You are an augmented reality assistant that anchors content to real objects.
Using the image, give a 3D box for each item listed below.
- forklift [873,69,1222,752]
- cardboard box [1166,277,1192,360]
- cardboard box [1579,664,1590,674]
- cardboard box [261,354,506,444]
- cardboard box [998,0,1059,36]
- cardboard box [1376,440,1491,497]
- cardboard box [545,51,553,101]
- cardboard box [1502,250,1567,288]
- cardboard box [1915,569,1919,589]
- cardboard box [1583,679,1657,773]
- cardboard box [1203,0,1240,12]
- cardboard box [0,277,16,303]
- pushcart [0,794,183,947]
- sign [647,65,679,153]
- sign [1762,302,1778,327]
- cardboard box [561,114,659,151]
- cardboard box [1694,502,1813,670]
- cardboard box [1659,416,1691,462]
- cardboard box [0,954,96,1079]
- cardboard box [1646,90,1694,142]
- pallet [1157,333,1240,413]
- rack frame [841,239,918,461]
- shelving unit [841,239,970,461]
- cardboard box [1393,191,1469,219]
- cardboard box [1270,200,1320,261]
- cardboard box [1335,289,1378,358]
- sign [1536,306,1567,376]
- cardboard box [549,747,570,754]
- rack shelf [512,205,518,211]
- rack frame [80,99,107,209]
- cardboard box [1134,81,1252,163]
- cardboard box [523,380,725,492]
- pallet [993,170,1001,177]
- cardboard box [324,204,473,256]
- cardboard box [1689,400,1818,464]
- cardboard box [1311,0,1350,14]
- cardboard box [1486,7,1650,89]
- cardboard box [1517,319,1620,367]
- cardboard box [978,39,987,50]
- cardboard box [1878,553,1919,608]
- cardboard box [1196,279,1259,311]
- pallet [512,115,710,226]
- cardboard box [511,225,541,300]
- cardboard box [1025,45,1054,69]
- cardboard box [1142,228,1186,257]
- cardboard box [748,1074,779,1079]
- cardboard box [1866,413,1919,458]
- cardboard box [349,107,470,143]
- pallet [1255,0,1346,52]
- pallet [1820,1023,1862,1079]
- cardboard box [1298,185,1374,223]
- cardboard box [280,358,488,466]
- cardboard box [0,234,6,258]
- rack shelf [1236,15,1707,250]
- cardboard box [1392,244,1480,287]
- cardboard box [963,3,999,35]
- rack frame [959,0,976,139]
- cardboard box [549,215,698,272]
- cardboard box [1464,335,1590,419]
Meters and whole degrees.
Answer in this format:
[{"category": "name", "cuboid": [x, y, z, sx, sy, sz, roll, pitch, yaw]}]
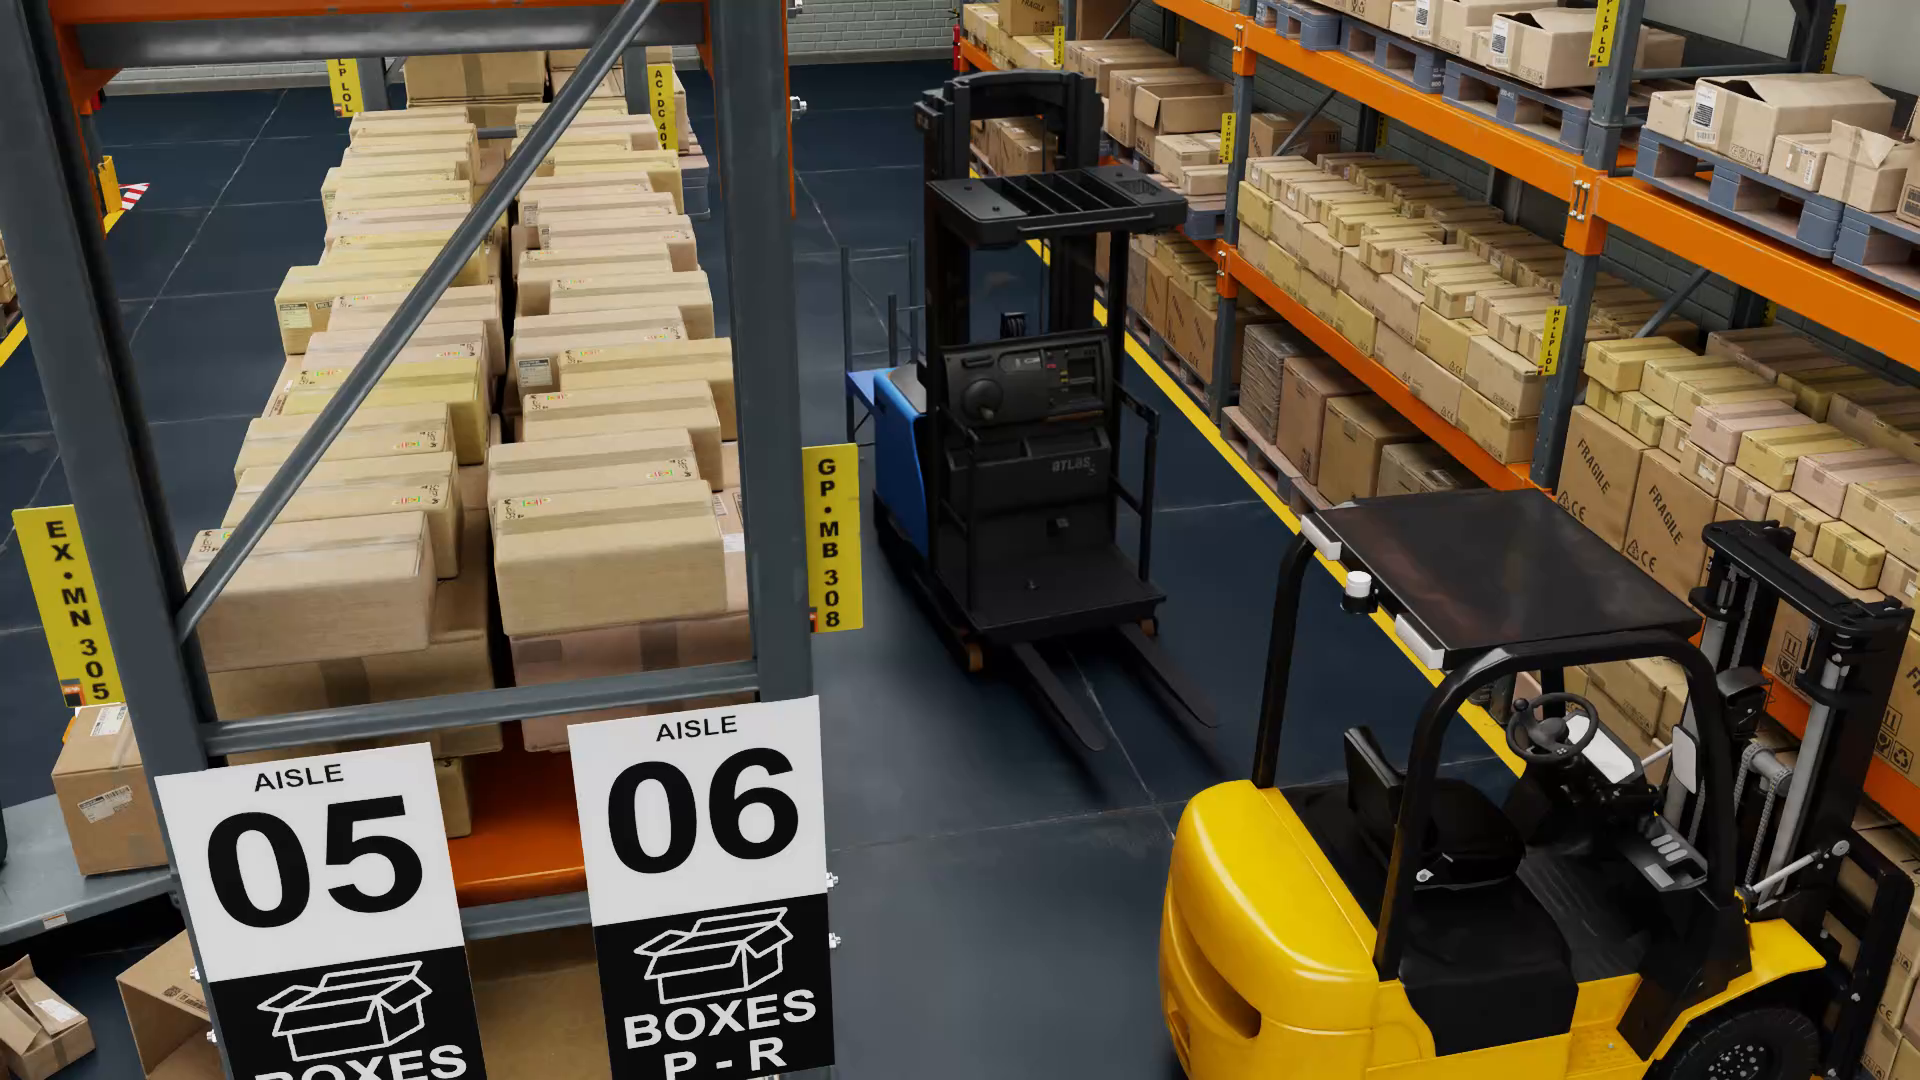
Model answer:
[{"category": "forklift", "cuboid": [0.439, -0.812, 8.606, 1.130, 2.935, 3.031, -9, 28, -17]}, {"category": "cardboard box", "cuboid": [1.890, -1.688, 12.573, 0.500, 0.500, 0.500, -6, 27, -12]}, {"category": "cardboard box", "cuboid": [3.002, 0.362, 7.679, 0.500, 0.250, 0.500, -6, 27, -12]}, {"category": "cardboard box", "cuboid": [-1.347, -0.264, 3.952, 0.500, 0.250, 0.500, -5, 27, -10]}, {"category": "cardboard box", "cuboid": [0.672, -5.259, 16.345, 0.500, 0.500, 0.500, -5, 27, -10]}, {"category": "cardboard box", "cuboid": [2.903, -0.172, 9.432, 0.875, 0.625, 0.625, -6, 27, -12]}, {"category": "cardboard box", "cuboid": [-1.628, -2.168, 7.588, 0.500, 0.250, 0.500, -6, 27, -12]}, {"category": "cardboard box", "cuboid": [3.154, -1.441, 8.944, 0.380, 0.149, 0.250, -6, 27, -12]}, {"category": "cardboard box", "cuboid": [3.429, 0.127, 5.508, 0.380, 0.149, 0.250, -5, 27, -11]}, {"category": "cardboard box", "cuboid": [3.122, 0.806, 7.355, 0.500, 0.250, 0.500, -6, 27, -12]}, {"category": "cardboard box", "cuboid": [1.945, -3.704, 11.098, 0.500, 0.250, 0.500, -7, 28, -13]}, {"category": "cardboard box", "cuboid": [-8.008, -2.042, 13.665, 0.380, 0.149, 0.250, -7, 28, -14]}, {"category": "pushcart", "cuboid": [-3.847, 1.454, 6.950, 1.648, 0.377, 0.936, -16, 31, -29]}, {"category": "sign", "cuboid": [-1.110, -1.598, 6.185, 0.100, 0.325, 0.005, -6, 27, -12]}, {"category": "sign", "cuboid": [3.739, -0.954, 7.763, 0.100, 0.325, 0.005, -6, 27, -12]}, {"category": "cardboard box", "cuboid": [-1.219, -1.329, 5.620, 0.380, 0.149, 0.250, -7, 28, -13]}, {"category": "cardboard box", "cuboid": [3.293, 0.150, 6.512, 0.500, 0.500, 0.500, -6, 27, -12]}, {"category": "cardboard box", "cuboid": [3.160, -0.418, 6.919, 0.380, 0.149, 0.250, -6, 27, -12]}, {"category": "cardboard box", "cuboid": [-3.544, 1.826, 6.337, 0.396, 0.266, 0.258, 19, 32, 32]}, {"category": "cardboard box", "cuboid": [3.004, -1.707, 6.675, 0.380, 0.149, 0.250, -5, 27, -11]}, {"category": "pallet", "cuboid": [2.166, -1.318, 12.628, 1.003, 0.211, 1.213, -6, 27, -12]}, {"category": "rack frame", "cuboid": [-0.522, -1.244, 11.051, 0.500, 1.500, 0.032, -9, 28, -17]}, {"category": "shelving unit", "cuboid": [-0.352, -1.028, 10.623, 0.538, 1.500, 1.048, -9, 28, -17]}, {"category": "cardboard box", "cuboid": [2.841, -1.997, 10.046, 0.380, 0.149, 0.250, -6, 27, -12]}, {"category": "cardboard box", "cuboid": [2.271, -1.948, 10.393, 0.500, 0.250, 0.500, -5, 27, -10]}, {"category": "cardboard box", "cuboid": [2.506, -1.270, 9.605, 0.500, 0.250, 0.500, -5, 27, -10]}, {"category": "sign", "cuboid": [2.672, -0.898, 7.503, 0.100, 0.325, 0.005, -6, 27, -12]}, {"category": "cardboard box", "cuboid": [-0.640, 0.274, 3.327, 0.380, 0.149, 0.250, -7, 28, -13]}, {"category": "rack shelf", "cuboid": [-2.087, -1.866, 8.087, 1.077, 0.370, 4.000, -6, 27, -12]}, {"category": "rack frame", "cuboid": [-9.141, -4.691, 16.215, 1.000, 3.000, 0.127, -6, 27, -12]}, {"category": "cardboard box", "cuboid": [1.749, -3.163, 12.607, 0.797, 0.503, 0.637, -7, 28, -13]}, {"category": "cardboard box", "cuboid": [-0.685, -0.199, 3.379, 0.380, 0.149, 0.250, -6, 27, -12]}, {"category": "pallet", "cuboid": [0.963, -3.581, 17.111, 1.003, 0.211, 1.213, -6, 27, -12]}, {"category": "cardboard box", "cuboid": [-1.537, -0.815, 4.601, 0.380, 0.149, 0.250, -6, 27, -12]}, {"category": "cardboard box", "cuboid": [3.152, -0.432, 6.617, 0.380, 0.149, 0.250, -5, 27, -10]}, {"category": "cardboard box", "cuboid": [2.434, -3.293, 9.429, 0.700, 0.500, 0.500, -6, 27, -13]}, {"category": "cardboard box", "cuboid": [2.798, -2.300, 7.671, 0.500, 0.311, 0.500, -7, 28, -13]}, {"category": "cardboard box", "cuboid": [2.905, -0.937, 7.947, 0.380, 0.149, 0.250, -5, 27, -10]}, {"category": "cardboard box", "cuboid": [0.403, -5.352, 17.804, 0.380, 0.149, 0.250, -5, 27, -10]}, {"category": "cardboard box", "cuboid": [3.468, 0.143, 5.807, 0.380, 0.149, 0.250, -6, 27, -12]}, {"category": "cardboard box", "cuboid": [1.939, -1.784, 12.043, 0.380, 0.149, 0.250, -7, 28, -14]}, {"category": "pallet", "cuboid": [-1.672, -1.507, 6.786, 1.213, 0.211, 1.003, -6, 27, -12]}, {"category": "cardboard box", "cuboid": [-1.059, -0.761, 4.937, 0.500, 0.250, 0.500, -6, 27, -12]}, {"category": "cardboard box", "cuboid": [0.916, -4.471, 15.615, 0.500, 0.250, 0.500, -6, 27, -11]}, {"category": "cardboard box", "cuboid": [1.668, -2.369, 13.202, 0.380, 0.149, 0.250, -7, 28, -14]}, {"category": "cardboard box", "cuboid": [-0.572, 1.373, 3.761, 0.500, 0.500, 0.500, -6, 27, -12]}, {"category": "cardboard box", "cuboid": [3.810, -0.385, 6.522, 0.380, 0.149, 0.250, -6, 27, -12]}, {"category": "cardboard box", "cuboid": [-1.884, -1.381, 5.723, 0.380, 0.149, 0.250, -6, 27, -13]}, {"category": "pallet", "cuboid": [2.537, -3.198, 10.137, 1.213, 0.211, 1.003, -5, 27, -9]}, {"category": "pallet", "cuboid": [3.615, 1.659, 6.728, 1.003, 0.211, 1.213, -6, 27, -12]}, {"category": "cardboard box", "cuboid": [2.298, -2.055, 10.162, 0.380, 0.149, 0.250, -6, 27, -11]}, {"category": "cardboard box", "cuboid": [-1.202, -0.259, 3.499, 0.380, 0.149, 0.250, -6, 27, -11]}, {"category": "cardboard box", "cuboid": [-8.120, -2.414, 13.742, 0.380, 0.149, 0.250, -5, 27, -9]}, {"category": "rack shelf", "cuboid": [2.748, -2.372, 9.089, 1.077, 0.370, 4.000, -6, 27, -12]}, {"category": "cardboard box", "cuboid": [2.588, -1.495, 9.053, 0.380, 0.149, 0.250, -6, 27, -11]}, {"category": "cardboard box", "cuboid": [0.334, -5.583, 17.818, 0.500, 0.250, 0.500, -6, 27, -11]}, {"category": "rack frame", "cuboid": [0.494, -5.744, 18.300, 1.000, 3.000, 0.127, -6, 27, -12]}, {"category": "cardboard box", "cuboid": [-0.910, -0.765, 4.501, 0.380, 0.149, 0.250, -6, 27, -11]}, {"category": "cardboard box", "cuboid": [2.839, -0.821, 8.160, 0.500, 0.250, 0.500, -7, 28, -13]}]
